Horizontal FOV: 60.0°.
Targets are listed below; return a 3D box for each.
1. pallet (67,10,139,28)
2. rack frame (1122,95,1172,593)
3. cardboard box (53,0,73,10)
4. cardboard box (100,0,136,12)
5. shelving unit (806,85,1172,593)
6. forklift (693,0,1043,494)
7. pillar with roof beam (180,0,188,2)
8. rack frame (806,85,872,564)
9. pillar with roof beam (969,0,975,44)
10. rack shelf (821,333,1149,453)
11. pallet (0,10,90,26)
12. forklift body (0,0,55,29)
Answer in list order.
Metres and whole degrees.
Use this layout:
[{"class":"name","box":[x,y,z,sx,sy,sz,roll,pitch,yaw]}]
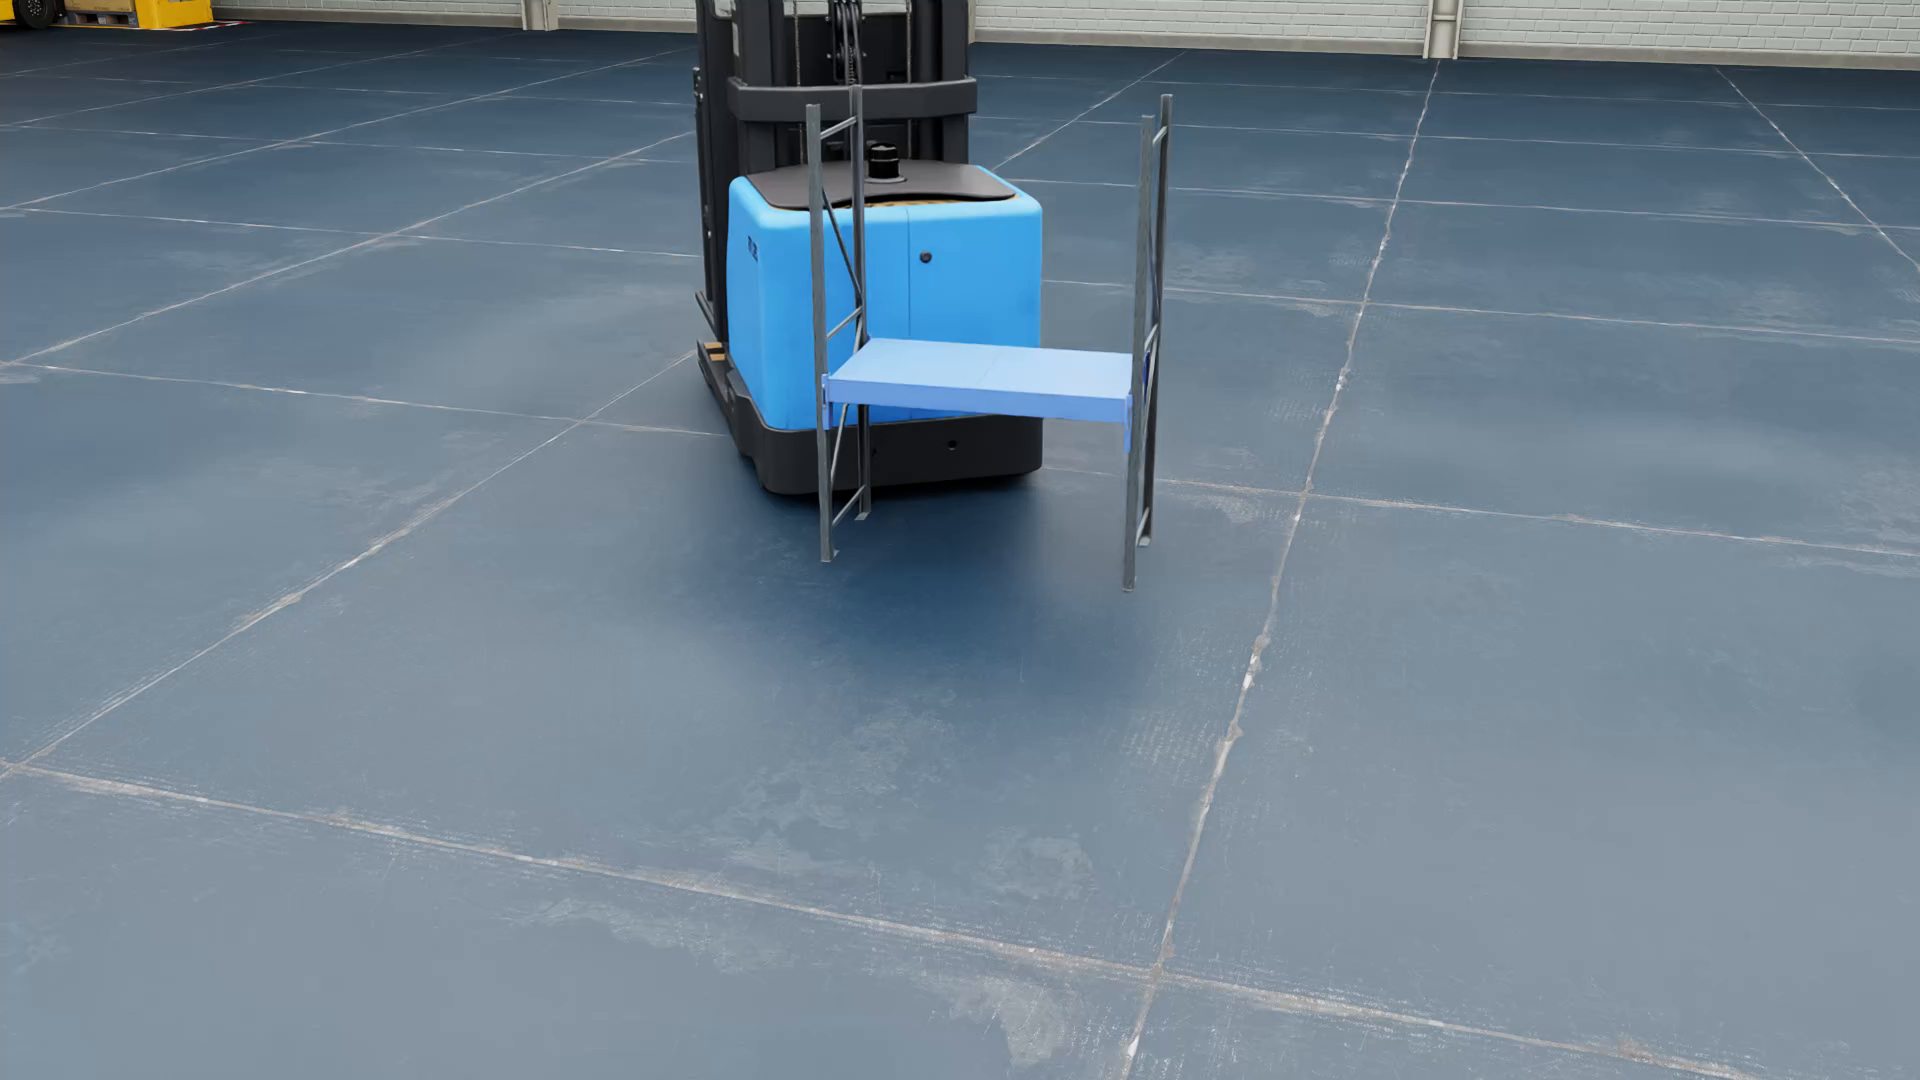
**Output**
[{"class":"pallet","box":[-11.864,-7.472,23.707,1.213,0.211,1.003,7,23,16]},{"class":"rack frame","box":[0.596,-0.617,5.297,0.032,1.500,0.500,5,23,12]},{"class":"cardboard box","box":[-12.610,-7.668,23.582,0.500,0.250,0.500,7,23,16]},{"class":"cardboard box","box":[-11.660,-7.552,23.299,0.500,0.250,0.500,7,23,16]},{"class":"shelving unit","box":[0.102,-0.661,5.405,1.048,1.500,0.538,5,23,12]},{"class":"forklift","box":[-0.567,-2.050,6.905,1.130,2.935,3.031,-6,23,-14]},{"class":"pillar with roof beam","box":[-12.769,-10.309,19.043,0.400,9.000,9.100,7,23,16]},{"class":"rack frame","box":[-0.393,-0.705,5.513,0.032,1.500,0.500,5,23,12]},{"class":"pillar with roof beam","box":[-1.281,-8.993,15.836,0.400,9.000,9.100,7,23,16]},{"class":"rack shelf","box":[0.102,-0.495,5.473,1.000,0.185,0.538,5,23,12]},{"class":"pallet","box":[-13.028,-7.606,24.035,1.213,0.211,1.003,7,23,15]},{"class":"forklift body","box":[-13.462,-7.846,22.063,1.214,2.155,2.313,7,23,16]}]
